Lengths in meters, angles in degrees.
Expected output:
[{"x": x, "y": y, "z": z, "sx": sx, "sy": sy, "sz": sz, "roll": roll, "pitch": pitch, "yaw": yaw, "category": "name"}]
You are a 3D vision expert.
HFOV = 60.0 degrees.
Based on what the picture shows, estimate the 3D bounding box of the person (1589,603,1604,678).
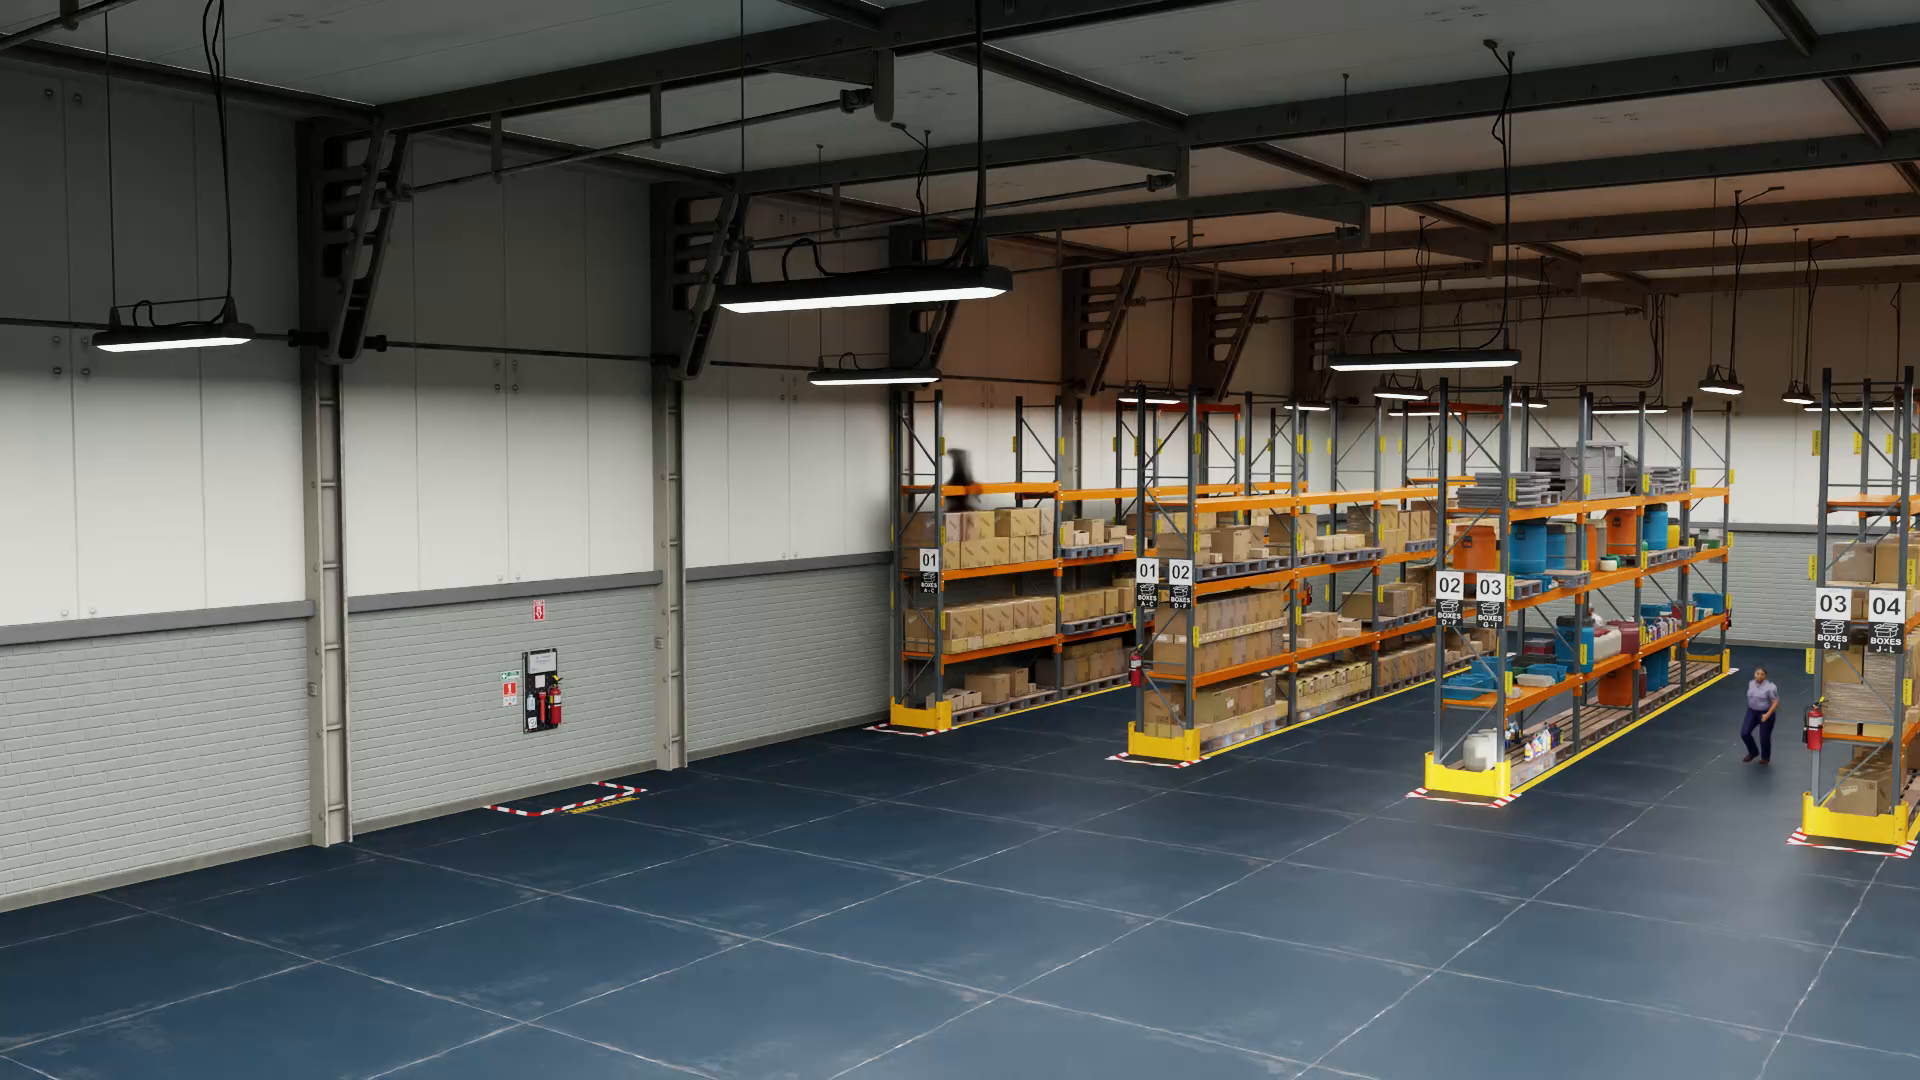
[{"x": 13.470, "y": 2.185, "z": 35.536, "sx": 0.593, "sy": 1.702, "sz": 0.723, "roll": 2, "pitch": 4, "yaw": 36, "category": "person"}]

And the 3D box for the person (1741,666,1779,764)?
[{"x": 12.522, "y": 2.741, "z": 25.948, "sx": 0.752, "sy": 1.587, "sz": 0.559, "roll": -3, "pitch": 4, "yaw": -41, "category": "person"}]
